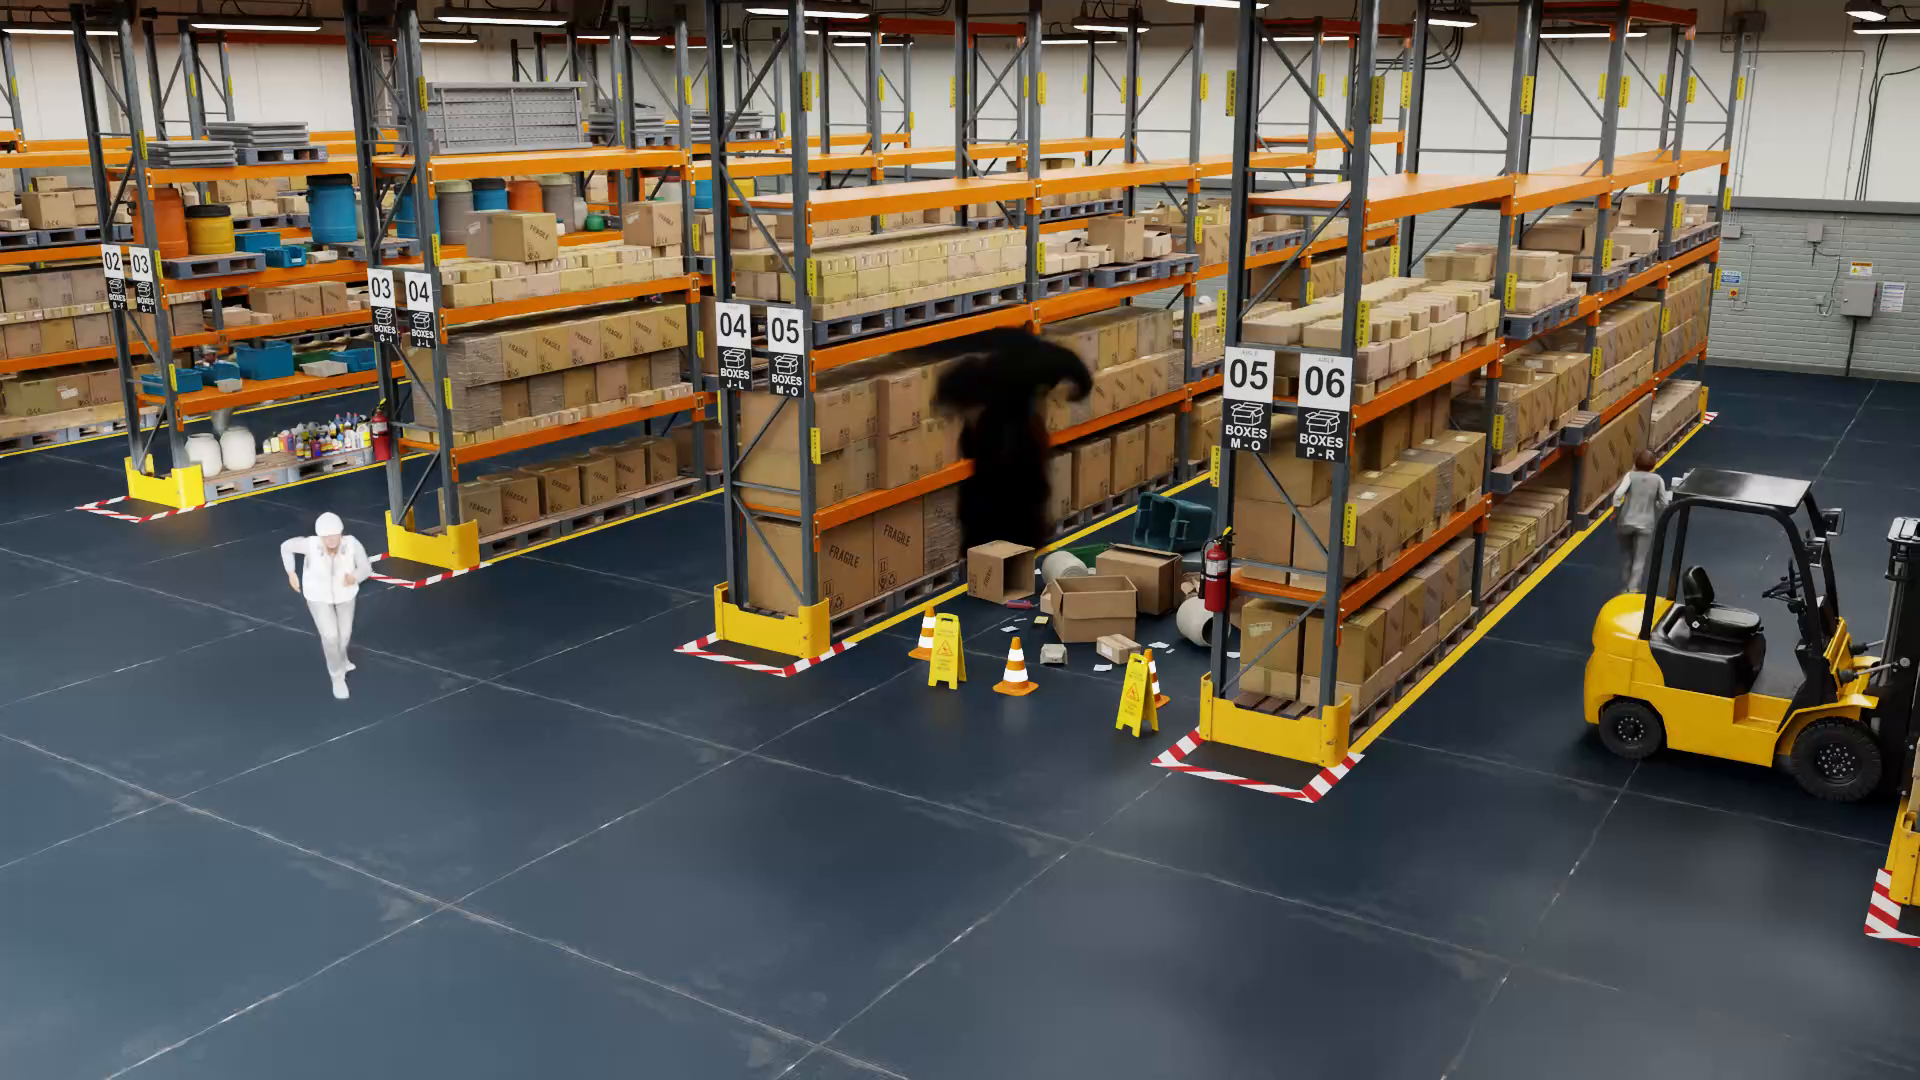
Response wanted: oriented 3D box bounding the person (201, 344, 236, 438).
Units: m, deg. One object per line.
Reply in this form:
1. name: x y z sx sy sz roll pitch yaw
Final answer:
1. person: -10.300 -1.962 23.283 0.570 1.633 0.722 5 16 19

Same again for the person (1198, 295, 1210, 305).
1. person: 4.075 -3.280 27.897 0.687 1.680 0.714 4 16 15

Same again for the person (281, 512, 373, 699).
1. person: -5.424 0.525 14.333 0.696 1.708 0.995 -8 17 -26

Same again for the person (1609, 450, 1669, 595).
1. person: 6.760 -0.099 16.649 0.508 1.565 0.885 7 17 25
